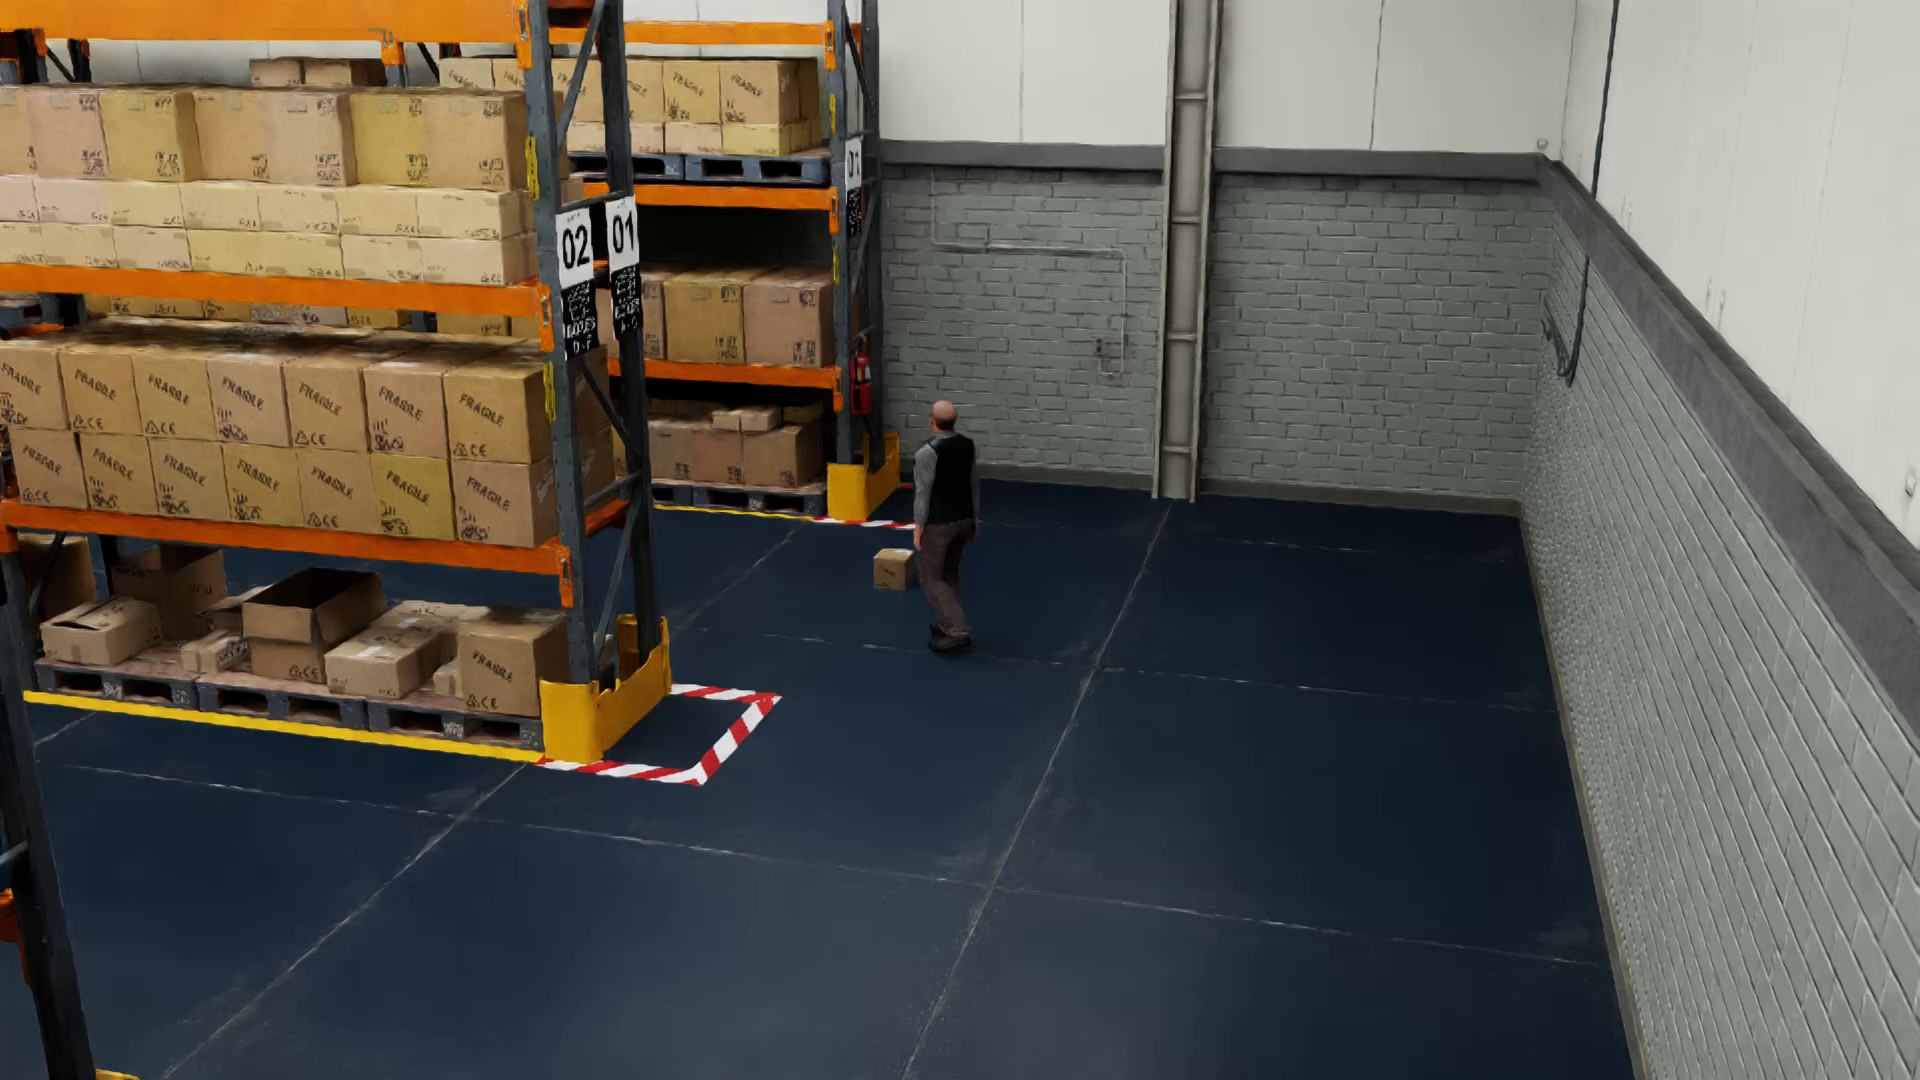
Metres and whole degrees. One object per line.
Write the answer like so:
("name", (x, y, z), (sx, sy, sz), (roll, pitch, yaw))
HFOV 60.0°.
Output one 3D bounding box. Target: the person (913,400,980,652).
("person", (-0.056, -0.055, 11.411), (0.567, 1.623, 0.547), (-17, 25, -42))
